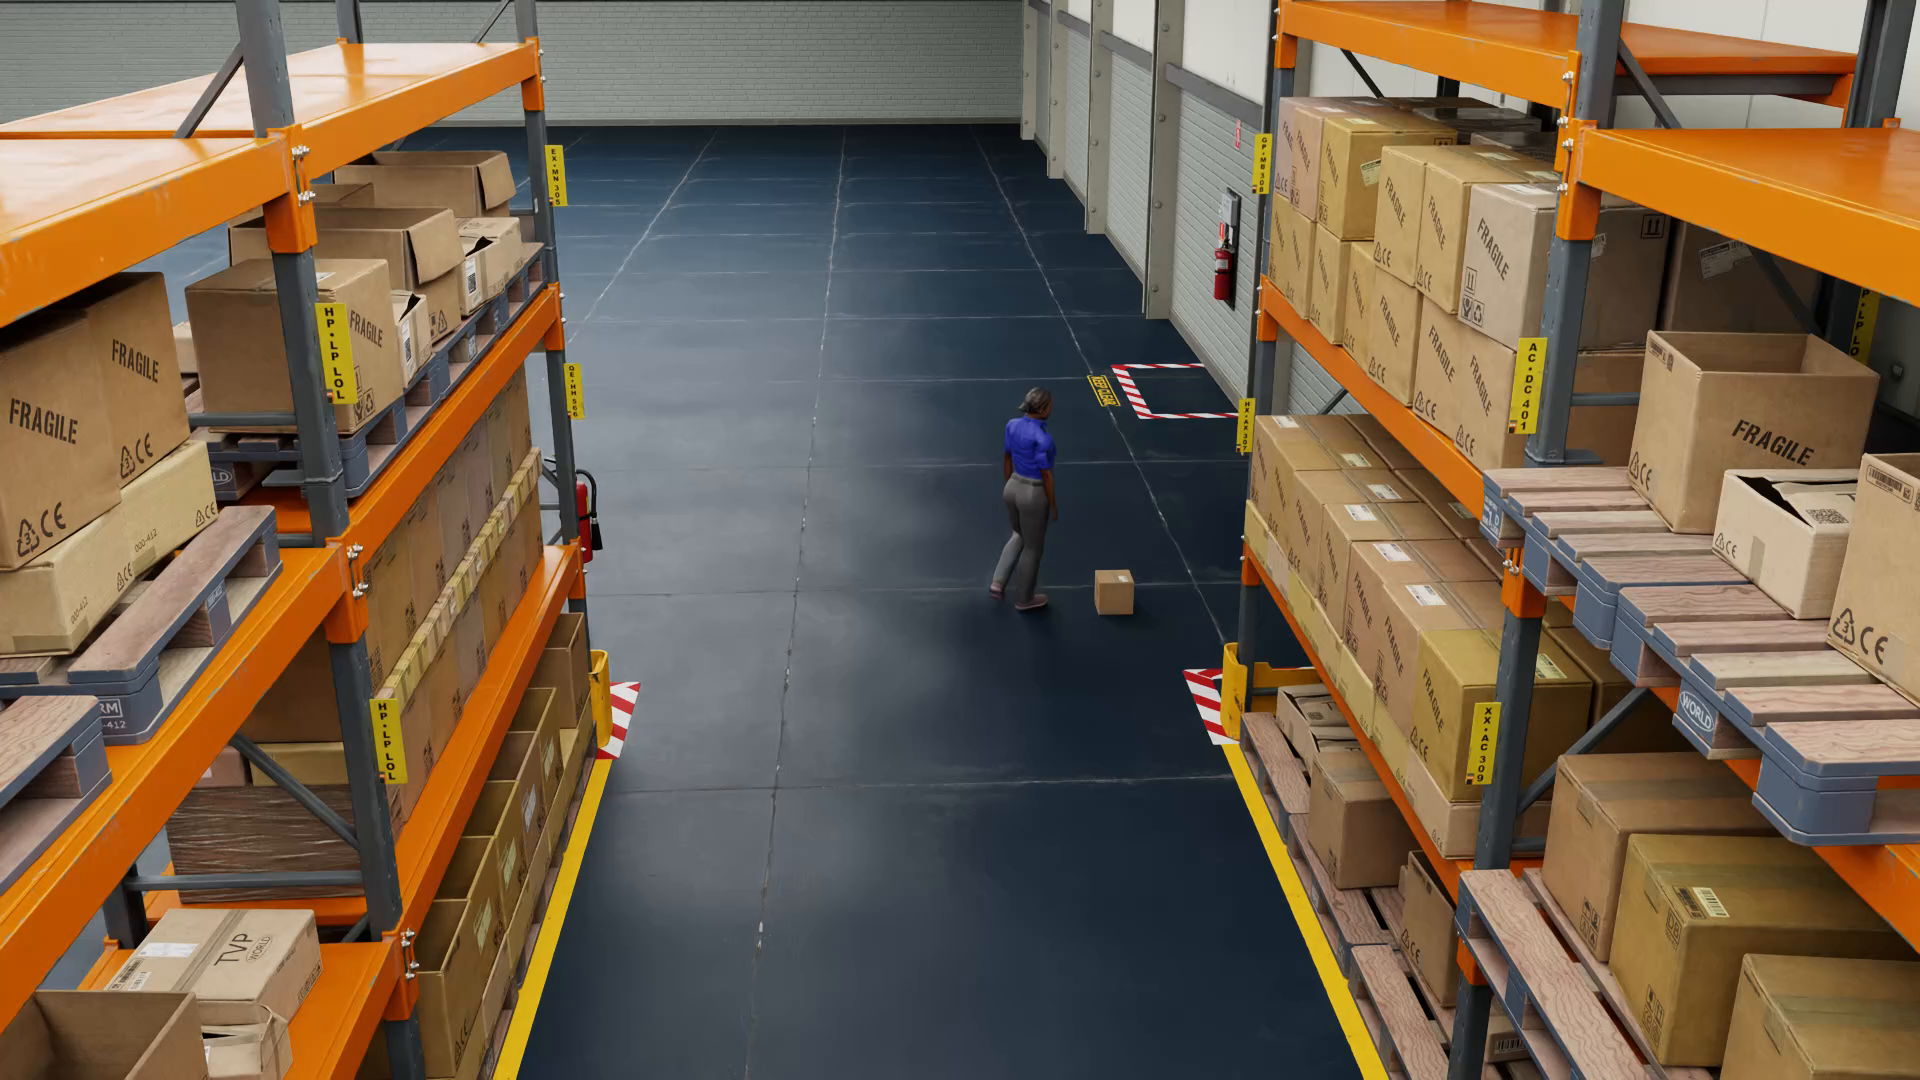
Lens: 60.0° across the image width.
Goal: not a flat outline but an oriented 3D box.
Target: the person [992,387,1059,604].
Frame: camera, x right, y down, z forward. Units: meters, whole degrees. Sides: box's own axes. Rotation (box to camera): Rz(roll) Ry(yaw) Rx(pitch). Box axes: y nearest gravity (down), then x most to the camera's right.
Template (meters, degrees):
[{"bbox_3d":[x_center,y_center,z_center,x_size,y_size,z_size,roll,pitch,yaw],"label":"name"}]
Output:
[{"bbox_3d":[0.466,-0.319,11.791,0.383,1.586,0.477,-15,25,-35],"label":"person"}]
